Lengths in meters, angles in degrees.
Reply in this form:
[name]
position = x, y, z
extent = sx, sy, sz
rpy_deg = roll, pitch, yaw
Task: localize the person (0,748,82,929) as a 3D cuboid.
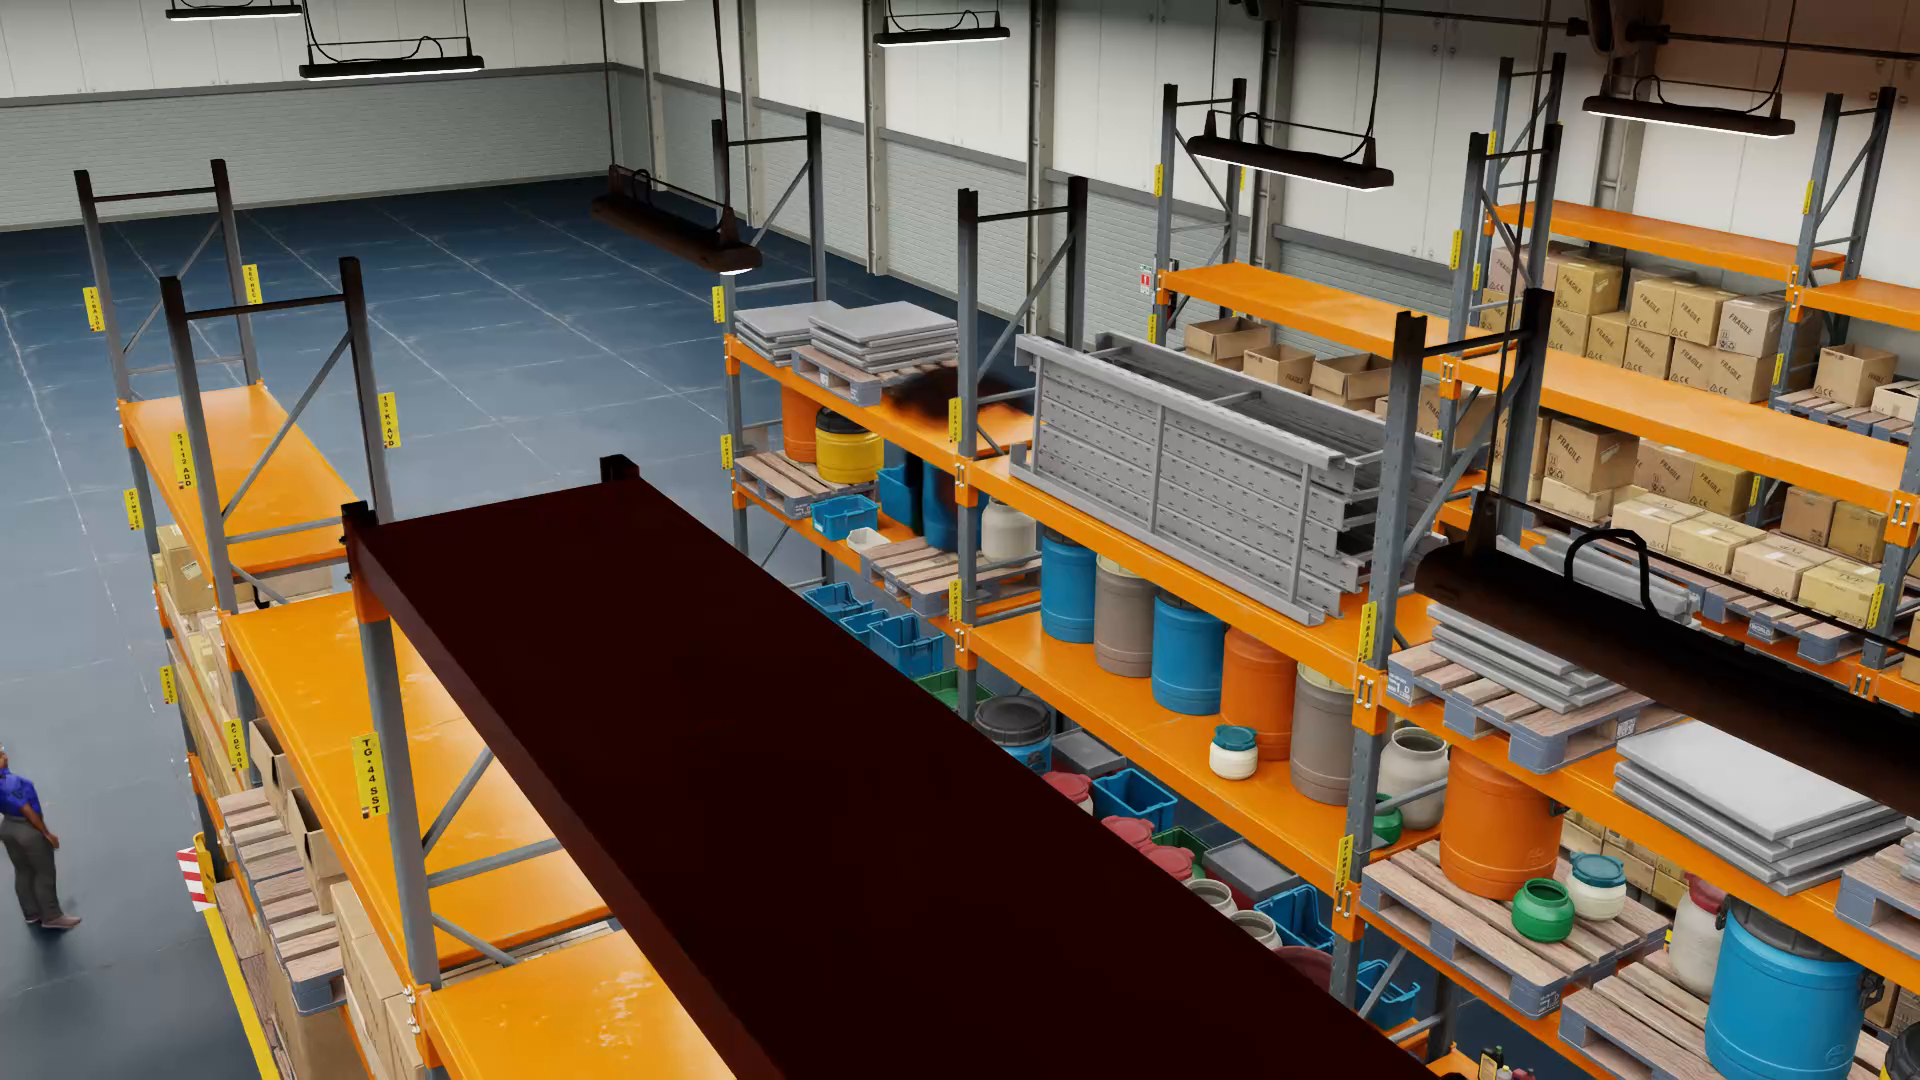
[person]
position = -7.452, 2.360, 13.332
extent = 0.588, 1.667, 0.401
rpy_deg = 8, 23, 19
